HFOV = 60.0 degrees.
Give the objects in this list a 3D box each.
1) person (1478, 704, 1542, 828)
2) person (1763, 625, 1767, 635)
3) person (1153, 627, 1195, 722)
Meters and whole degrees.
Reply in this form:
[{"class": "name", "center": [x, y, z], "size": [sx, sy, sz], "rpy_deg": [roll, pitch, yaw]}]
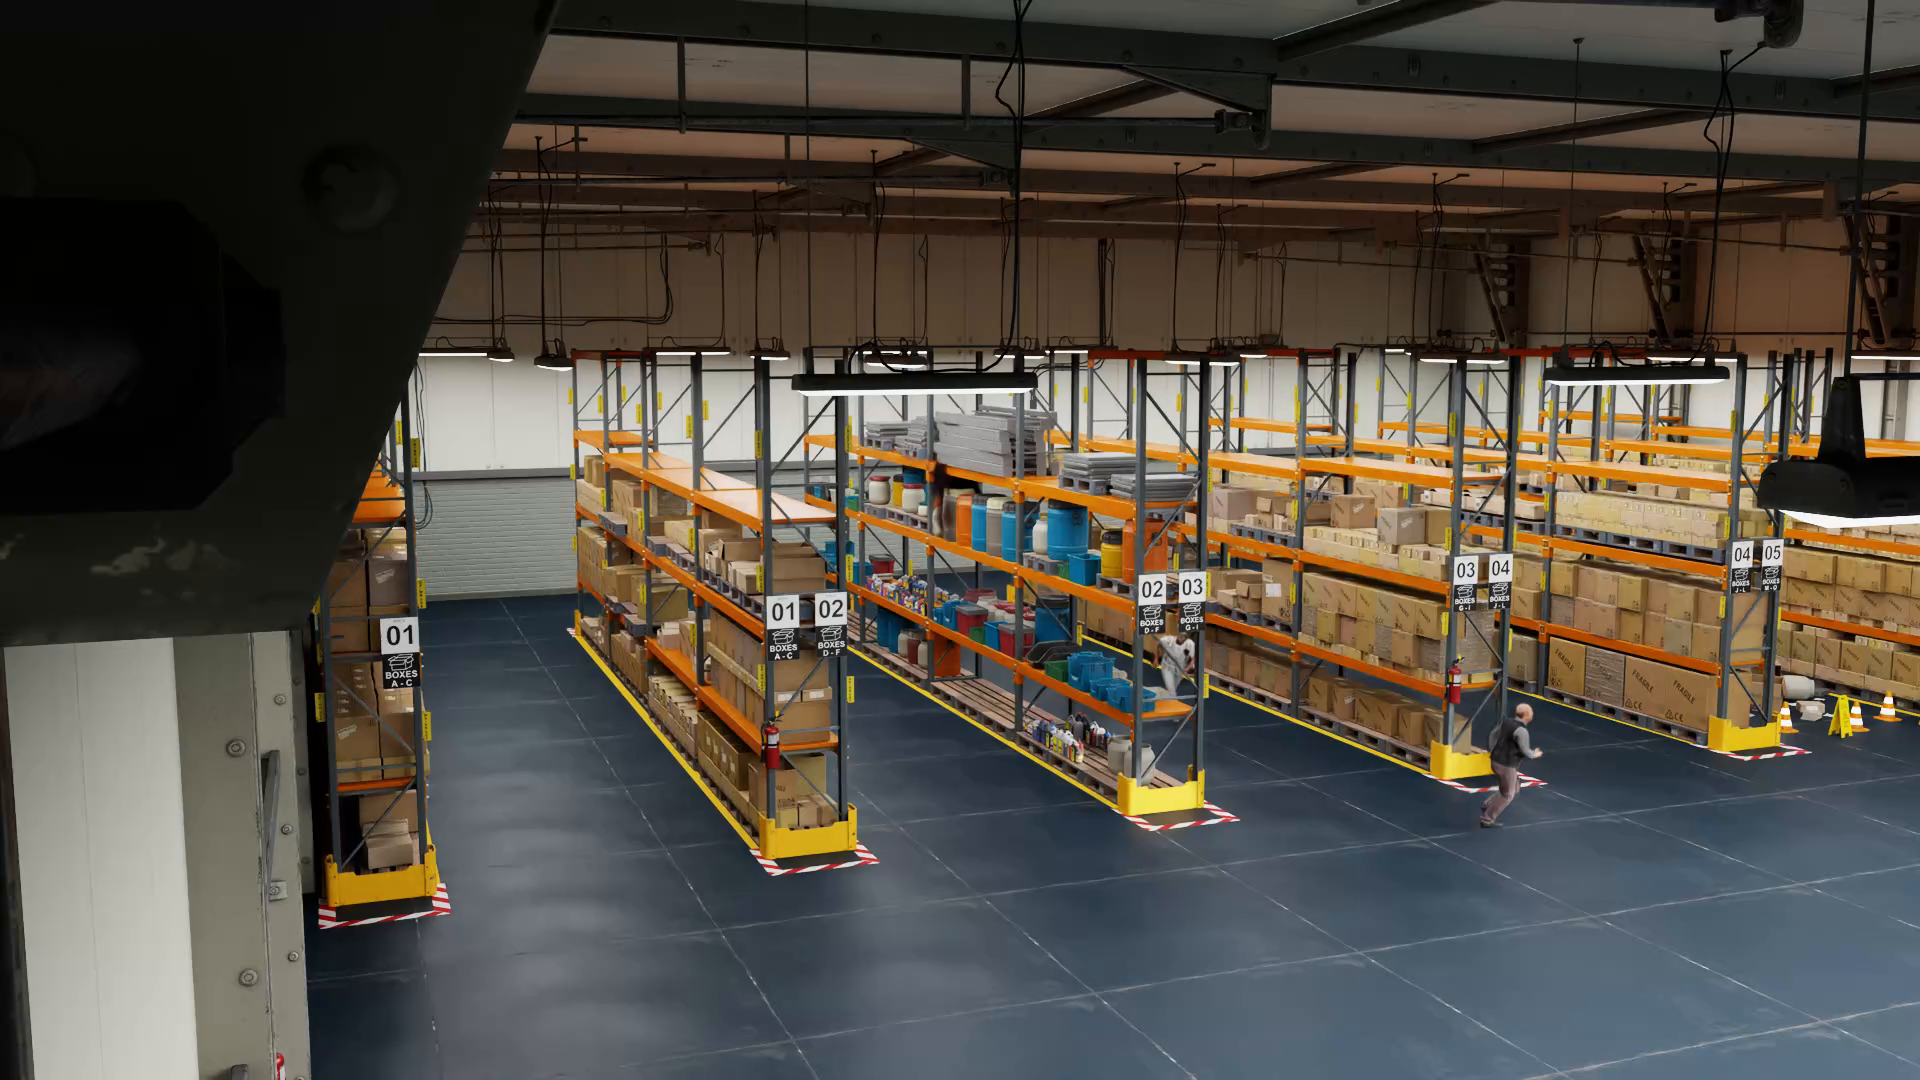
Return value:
[{"class": "person", "center": [7.071, 2.886, 21.335], "size": [0.793, 1.616, 0.643], "rpy_deg": [0, 7, -2]}, {"class": "person", "center": [16.251, 1.464, 33.529], "size": [0.637, 1.443, 0.761], "rpy_deg": [-6, 9, -40]}, {"class": "person", "center": [3.521, 2.130, 27.360], "size": [0.657, 1.567, 1.112], "rpy_deg": [-1, 7, -8]}]
